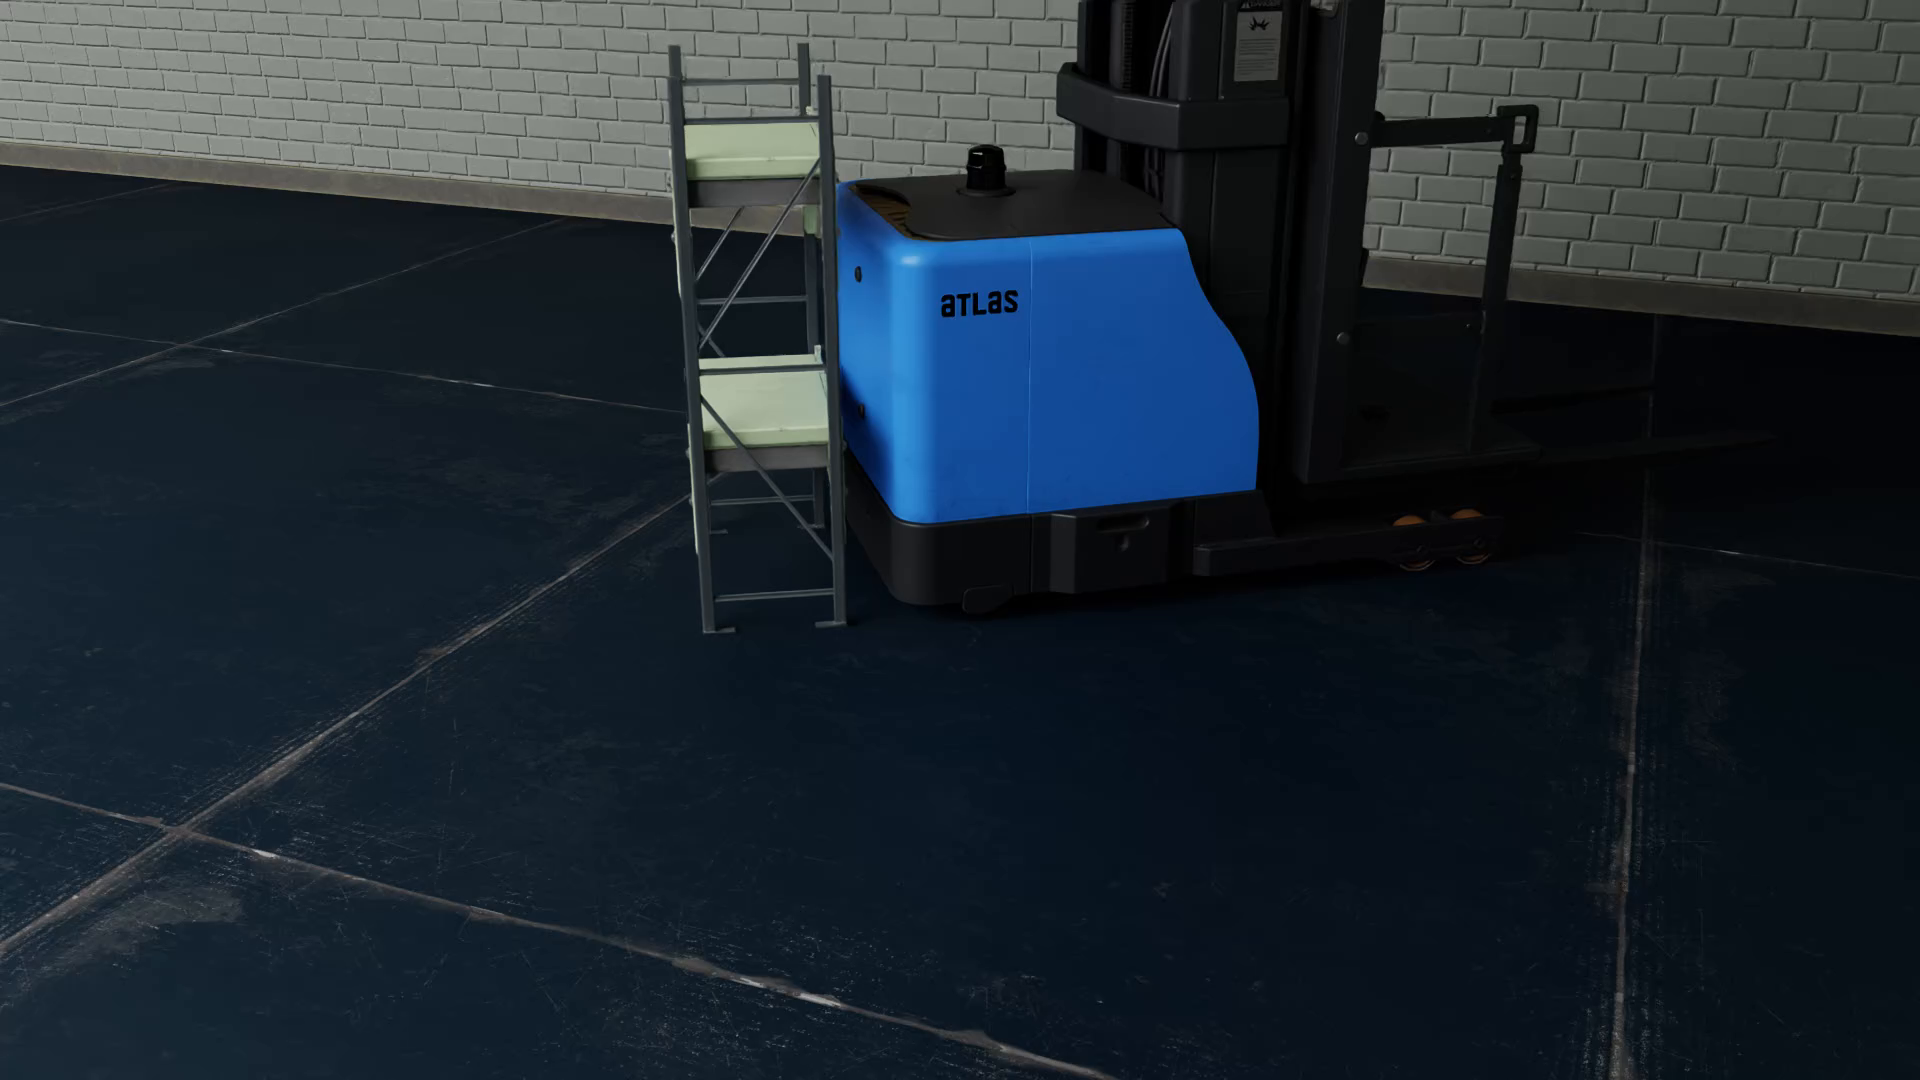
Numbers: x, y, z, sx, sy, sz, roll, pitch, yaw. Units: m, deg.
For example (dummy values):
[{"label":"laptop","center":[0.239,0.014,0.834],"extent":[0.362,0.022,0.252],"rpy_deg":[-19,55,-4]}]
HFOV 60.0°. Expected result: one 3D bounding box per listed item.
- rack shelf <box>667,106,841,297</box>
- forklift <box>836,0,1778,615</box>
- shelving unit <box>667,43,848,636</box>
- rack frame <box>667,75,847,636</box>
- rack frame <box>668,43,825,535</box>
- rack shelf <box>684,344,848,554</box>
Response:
[{"label":"rack shelf","center":[-0.574,-0.943,4.548],"extent":[0.431,0.370,0.720],"rpy_deg":[-4,23,-8]},{"label":"forklift","center":[1.148,-1.446,4.910],"extent":[3.031,2.935,1.130],"rpy_deg":[-6,23,-15]},{"label":"shelving unit","center":[-0.574,-0.583,4.699],"extent":[0.431,1.500,0.755],"rpy_deg":[-4,23,-8]},{"label":"rack frame","center":[-0.516,-0.443,4.365],"extent":[0.400,1.500,0.023],"rpy_deg":[-4,23,-8]},{"label":"rack frame","center":[-0.631,-0.722,5.032],"extent":[0.400,1.500,0.023],"rpy_deg":[-4,23,-8]},{"label":"rack shelf","center":[-0.574,-0.282,4.824],"extent":[0.431,0.370,0.720],"rpy_deg":[-4,23,-8]}]
